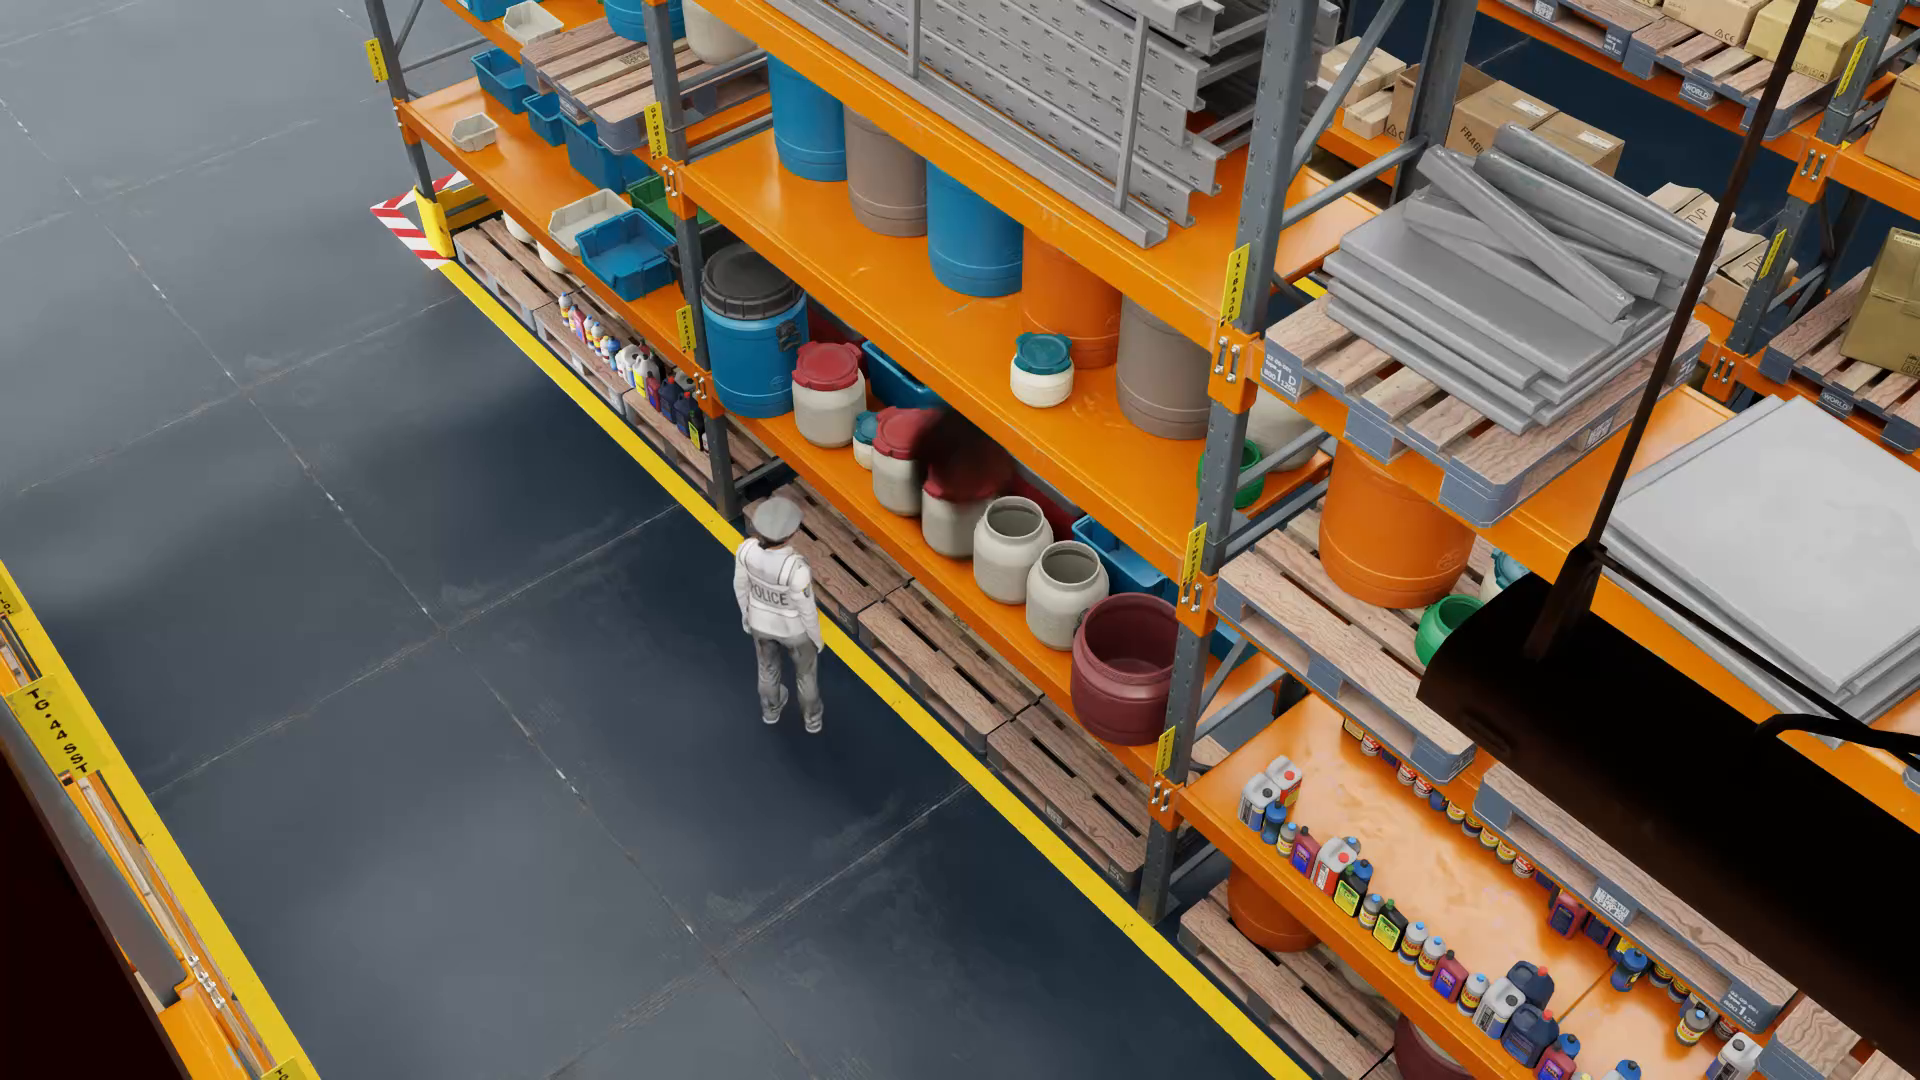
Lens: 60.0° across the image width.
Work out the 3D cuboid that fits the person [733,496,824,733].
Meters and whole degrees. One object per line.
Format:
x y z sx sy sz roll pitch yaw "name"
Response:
-0.973 0.435 9.107 0.510 1.677 0.366 13 48 12 "person"
